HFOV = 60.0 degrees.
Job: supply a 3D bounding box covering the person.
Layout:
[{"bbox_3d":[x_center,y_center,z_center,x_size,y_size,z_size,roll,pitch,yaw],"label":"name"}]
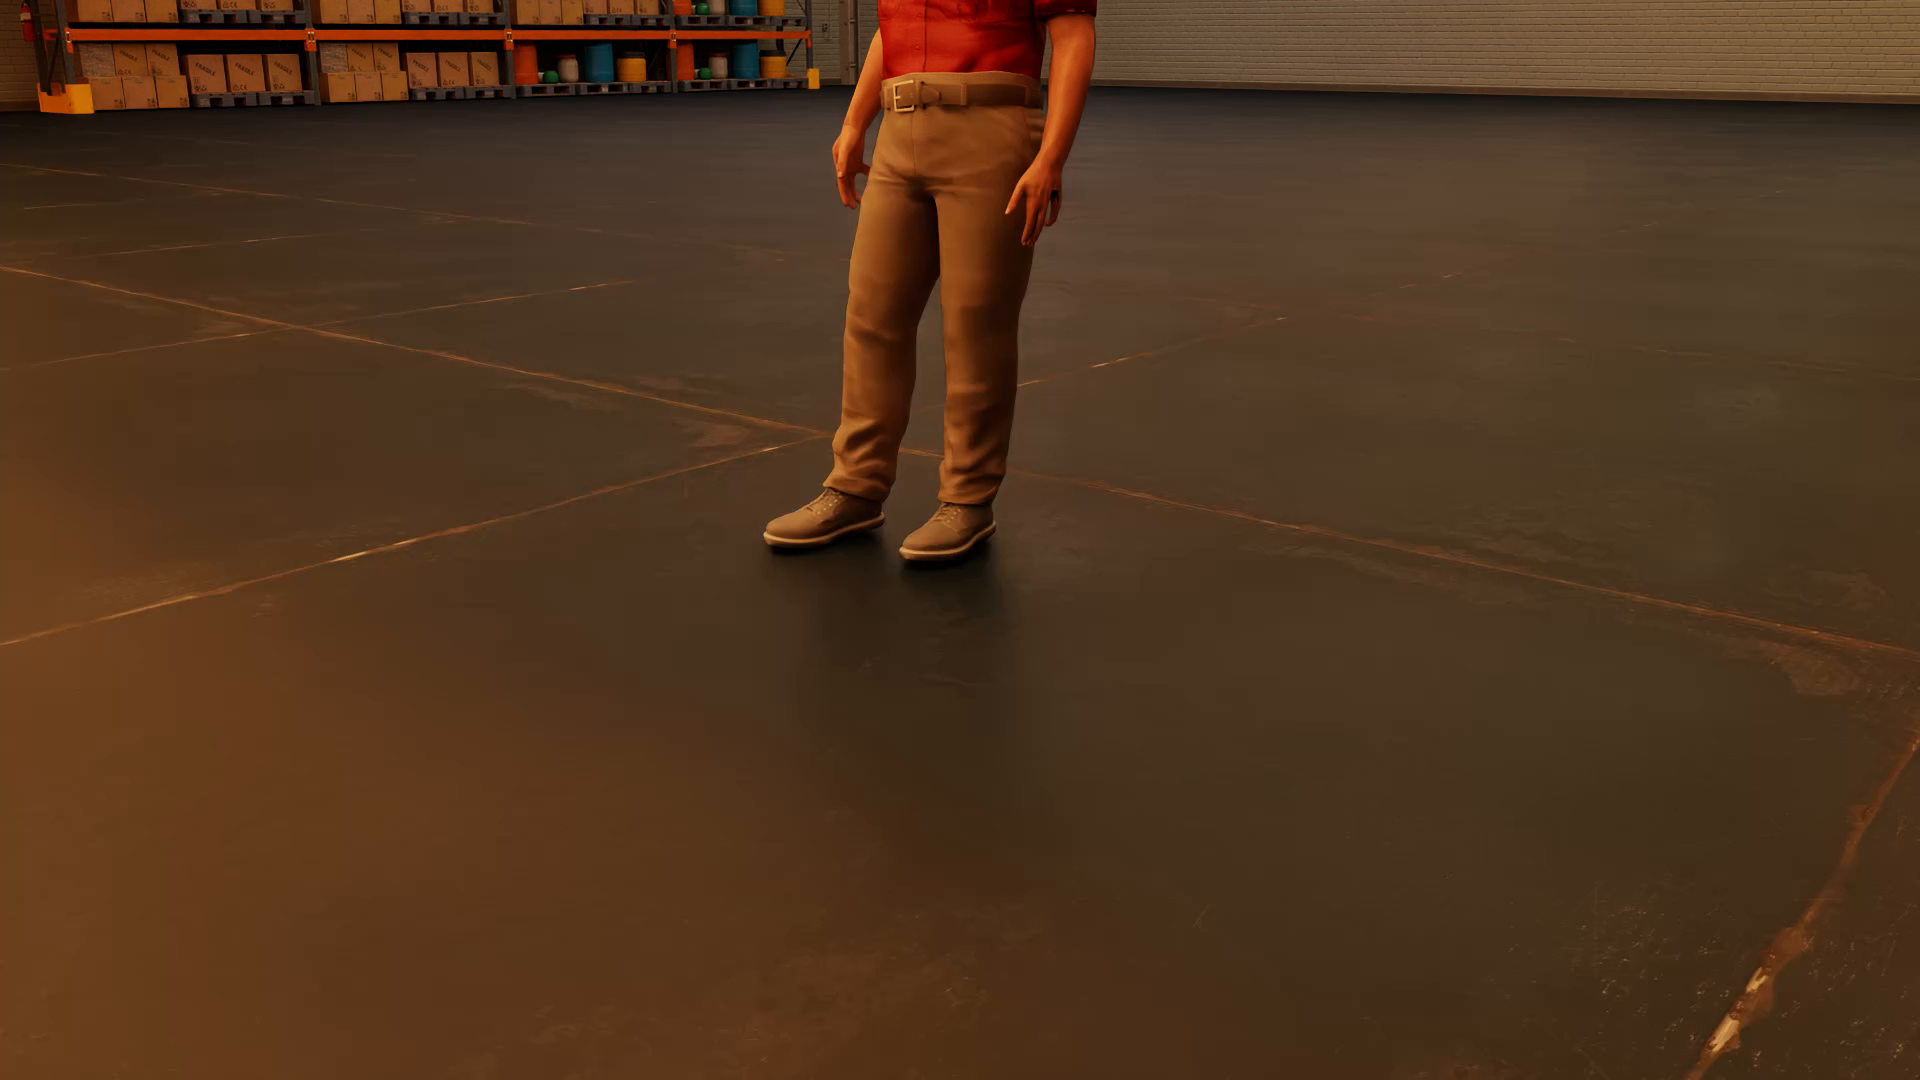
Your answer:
[{"bbox_3d":[-0.067,-0.816,3.630,0.640,1.727,0.551,13,21,37],"label":"person"}]
